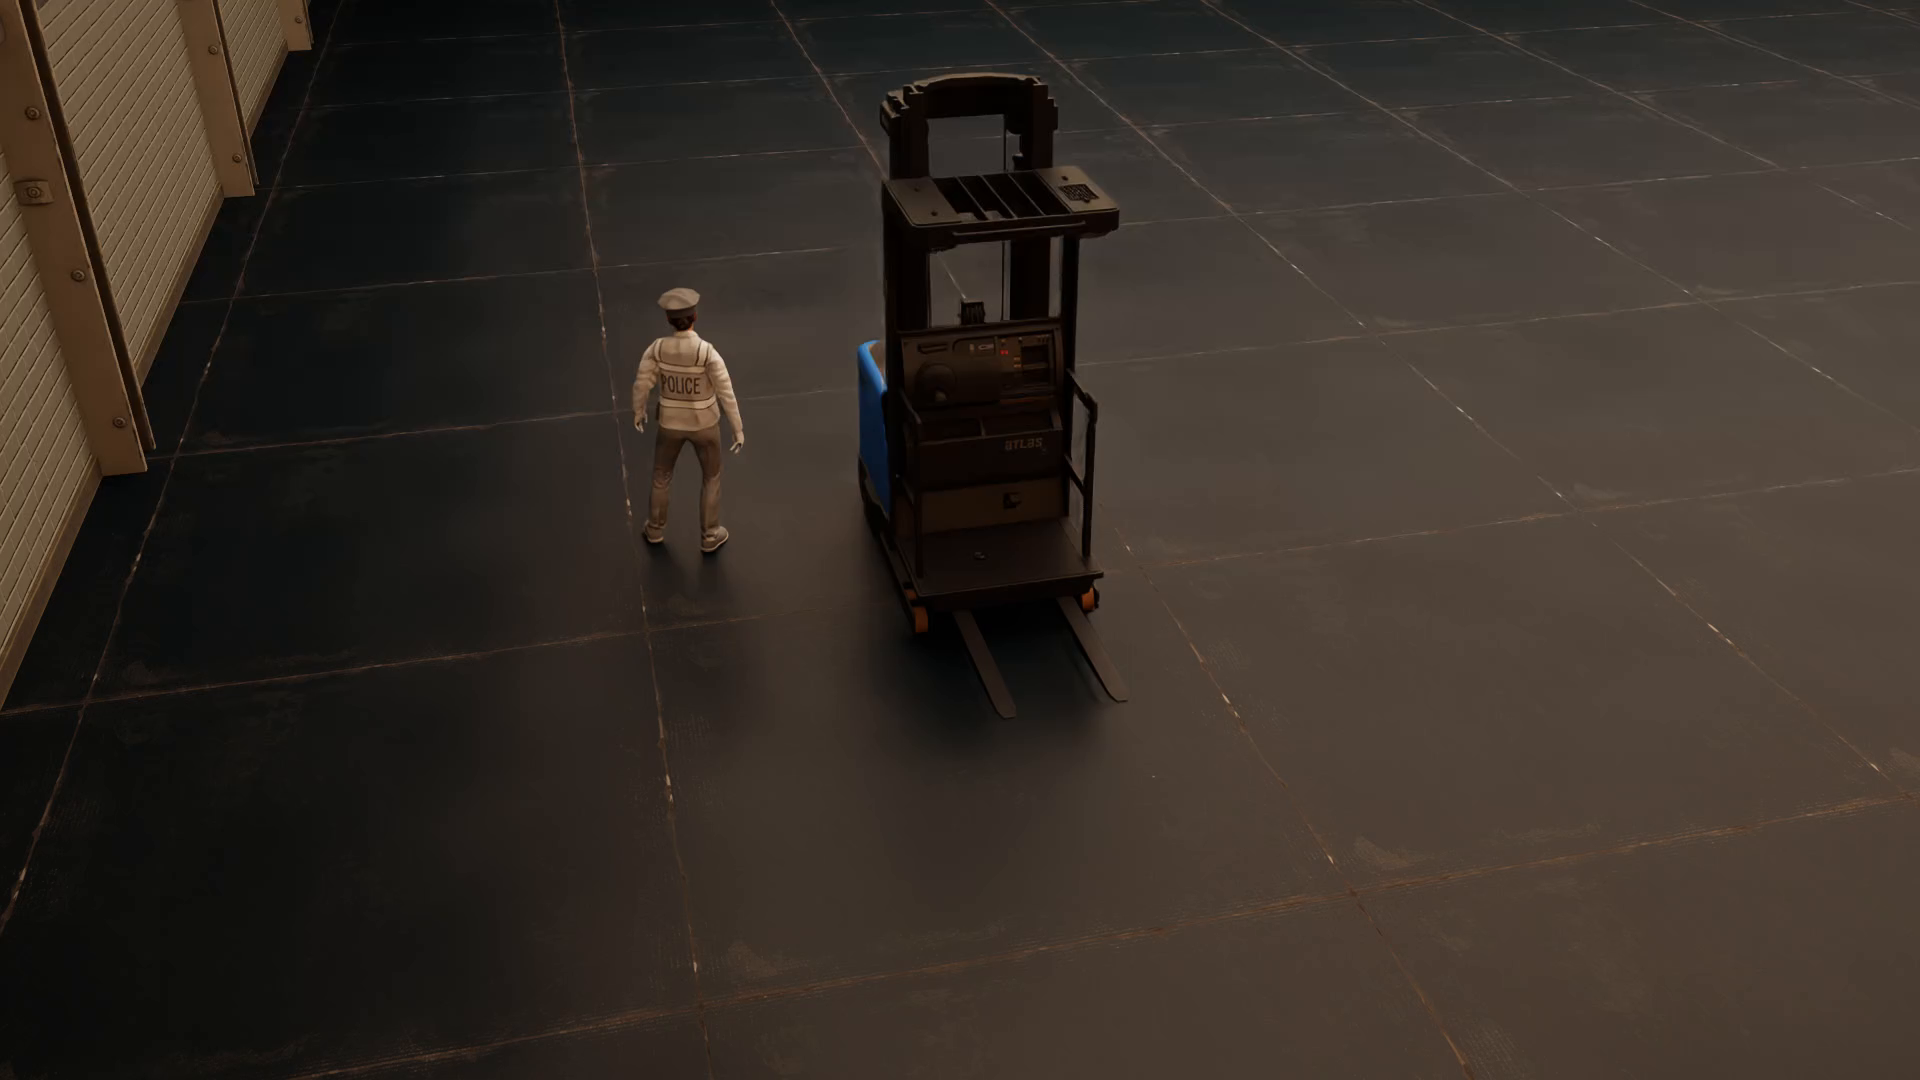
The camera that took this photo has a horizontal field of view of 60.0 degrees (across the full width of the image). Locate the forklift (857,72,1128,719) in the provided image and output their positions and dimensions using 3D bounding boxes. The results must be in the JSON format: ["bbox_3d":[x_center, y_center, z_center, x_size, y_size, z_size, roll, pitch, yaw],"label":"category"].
[{"bbox_3d":[0.183,-0.940,9.199,1.130,2.935,3.031,-7,31,-12],"label":"forklift"}]

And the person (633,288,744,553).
[{"bbox_3d":[-1.664,-0.709,10.092,0.718,1.642,0.374,3,30,4],"label":"person"}]
